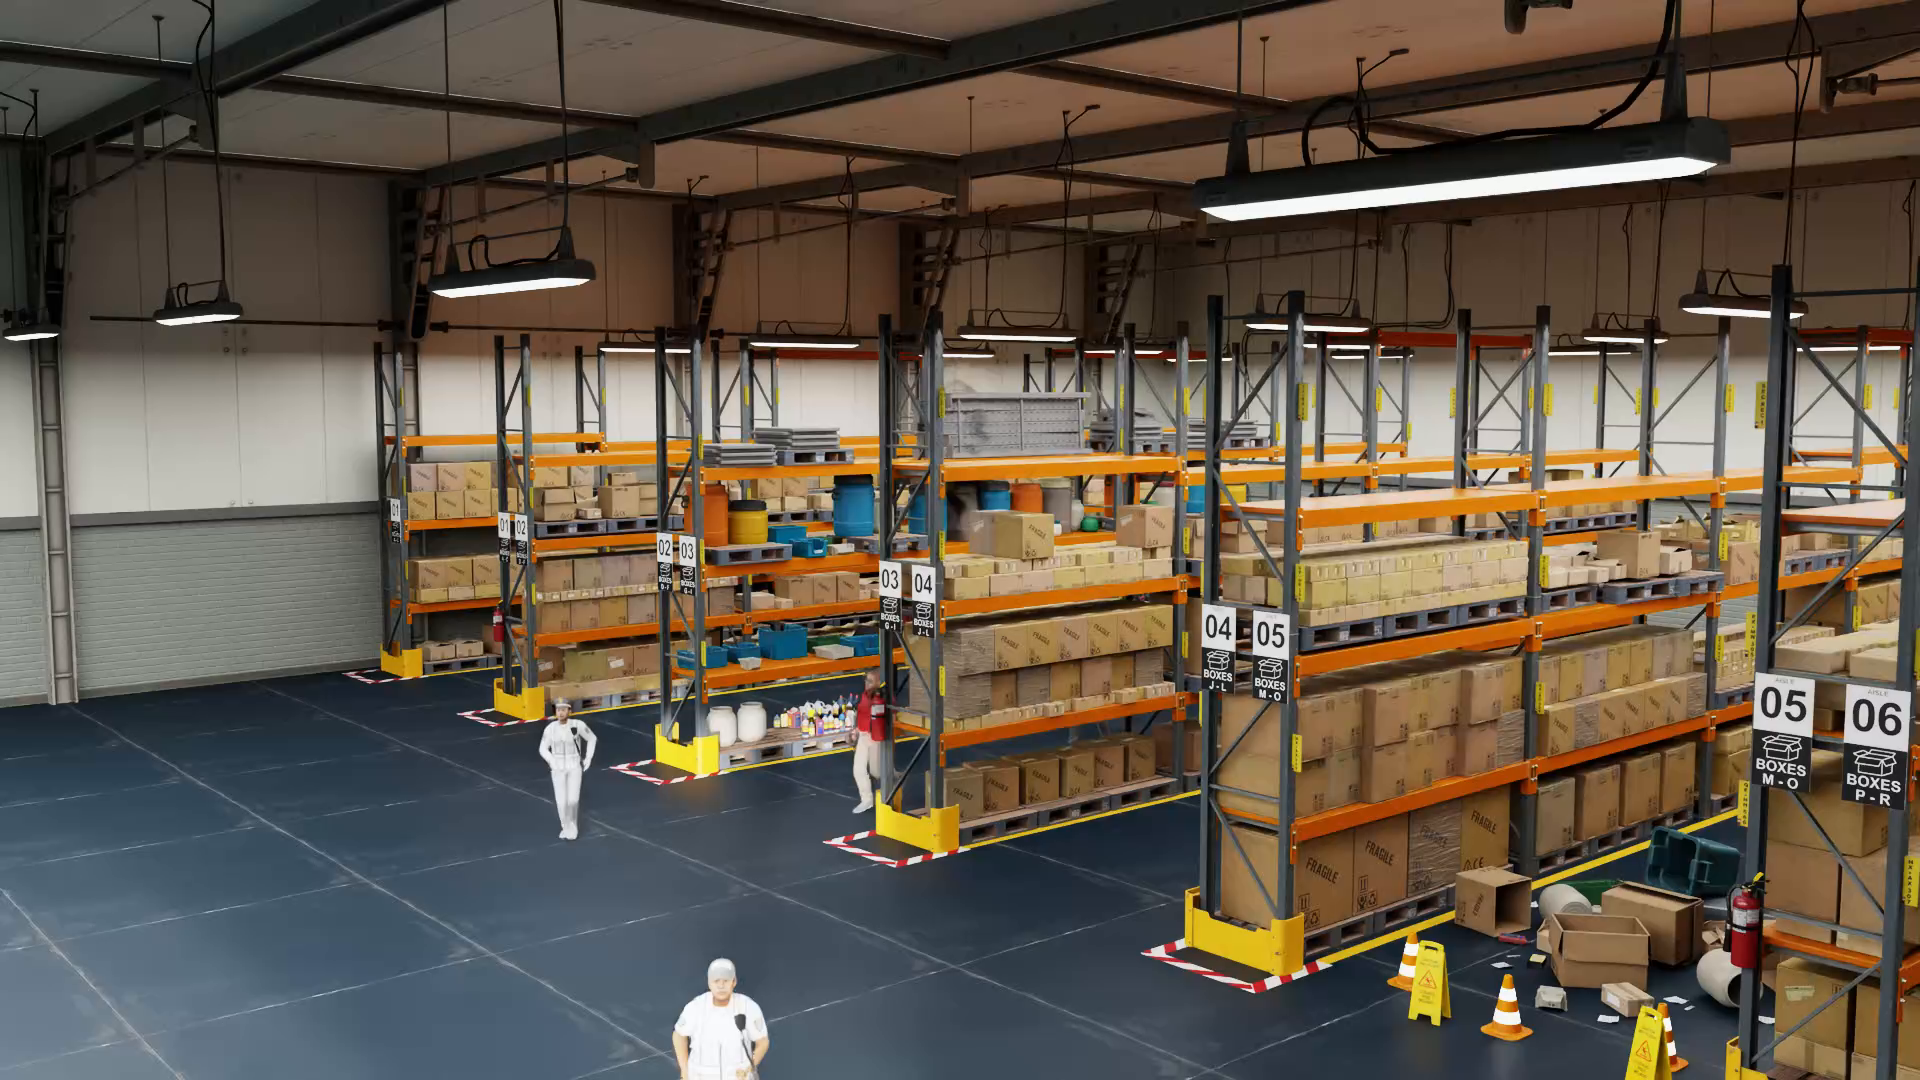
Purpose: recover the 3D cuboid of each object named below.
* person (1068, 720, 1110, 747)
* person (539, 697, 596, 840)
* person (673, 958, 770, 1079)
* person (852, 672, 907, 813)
[{"bbox_3d":[1.822,2.129,23.585,0.677,1.821,0.820,4,7,40],"label":"person"},{"bbox_3d":[-4.481,2.606,18.945,0.615,1.658,0.591,0,5,-4],"label":"person"},{"bbox_3d":[-1.490,3.419,10.396,0.607,1.624,0.547,-1,5,-8],"label":"person"},{"bbox_3d":[-1.016,2.462,20.493,0.682,1.710,0.785,5,7,43],"label":"person"}]
